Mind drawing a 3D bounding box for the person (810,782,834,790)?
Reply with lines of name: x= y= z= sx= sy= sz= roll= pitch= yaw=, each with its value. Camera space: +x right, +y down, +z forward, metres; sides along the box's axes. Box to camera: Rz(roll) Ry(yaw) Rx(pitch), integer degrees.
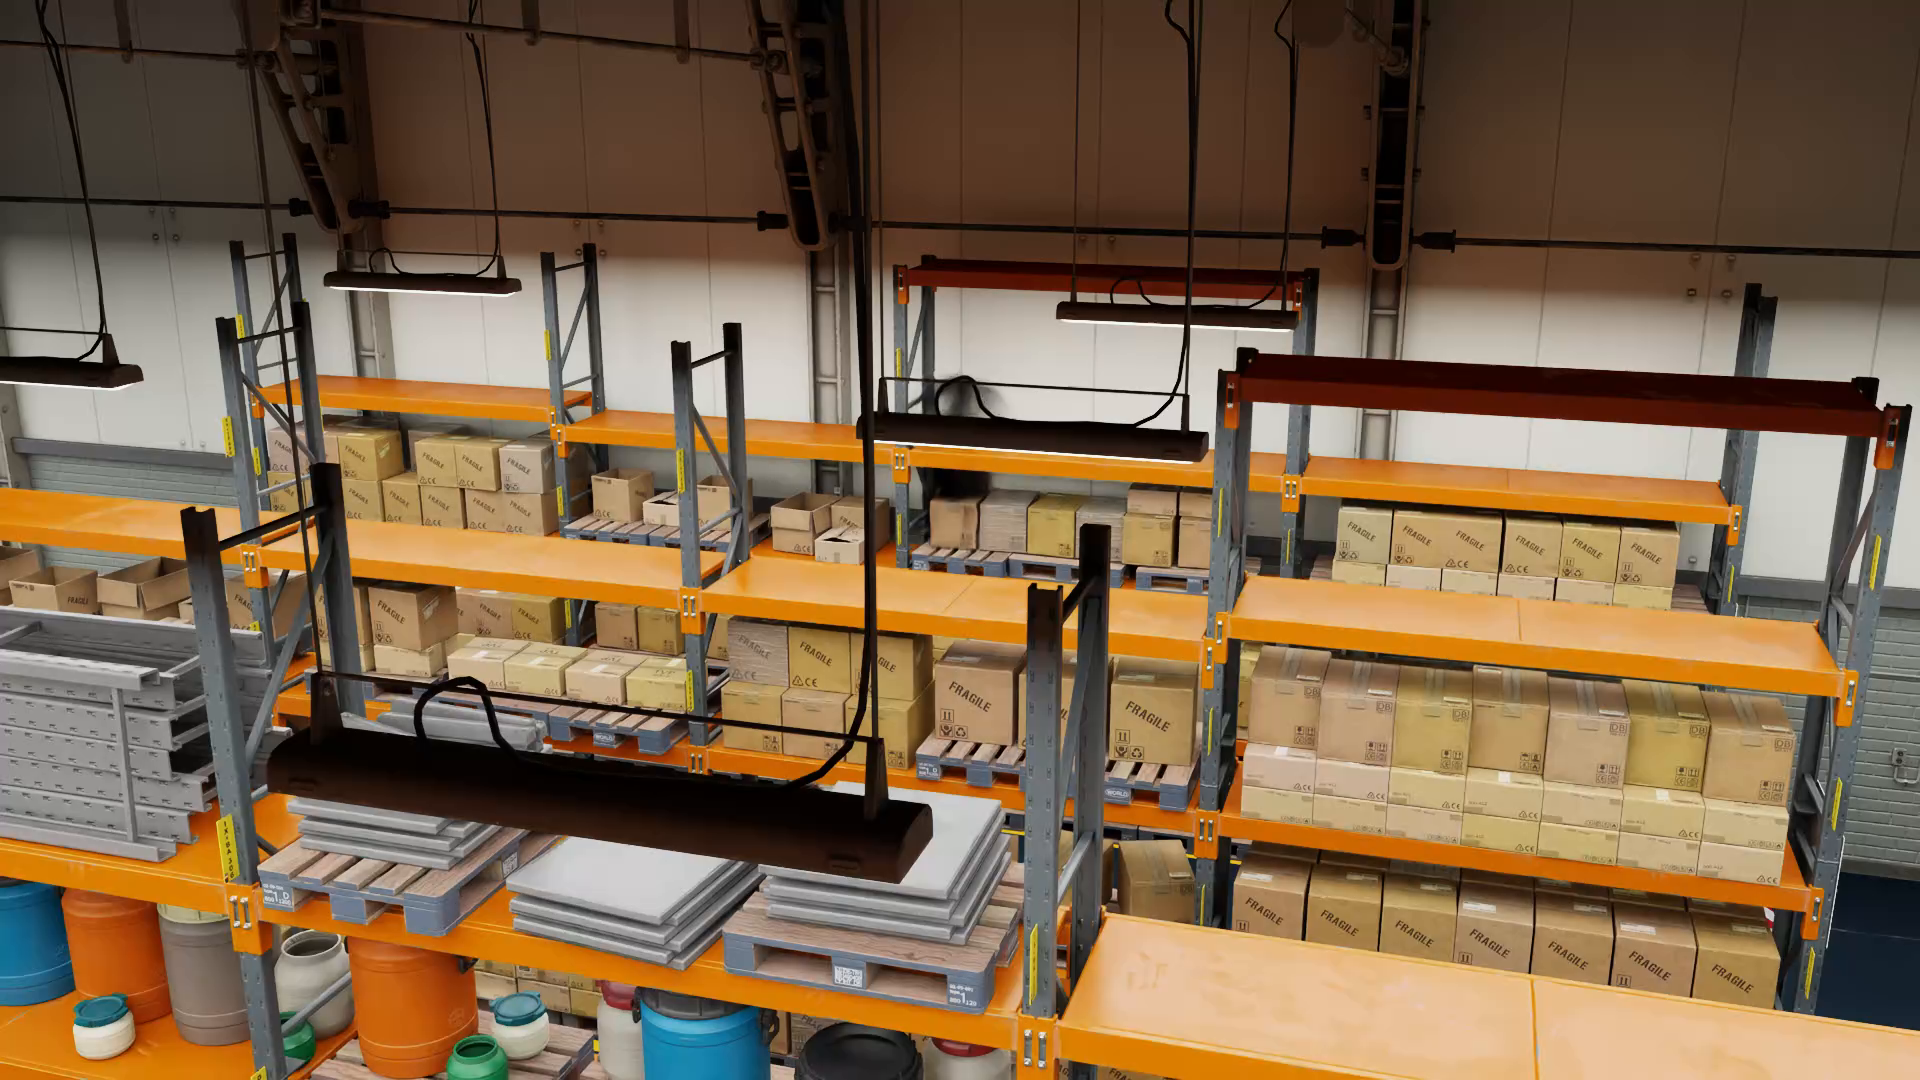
person: x=-1.234 y=2.627 z=16.549 sx=0.665 sy=1.724 sz=0.701 roll=3 pitch=16 yaw=10
